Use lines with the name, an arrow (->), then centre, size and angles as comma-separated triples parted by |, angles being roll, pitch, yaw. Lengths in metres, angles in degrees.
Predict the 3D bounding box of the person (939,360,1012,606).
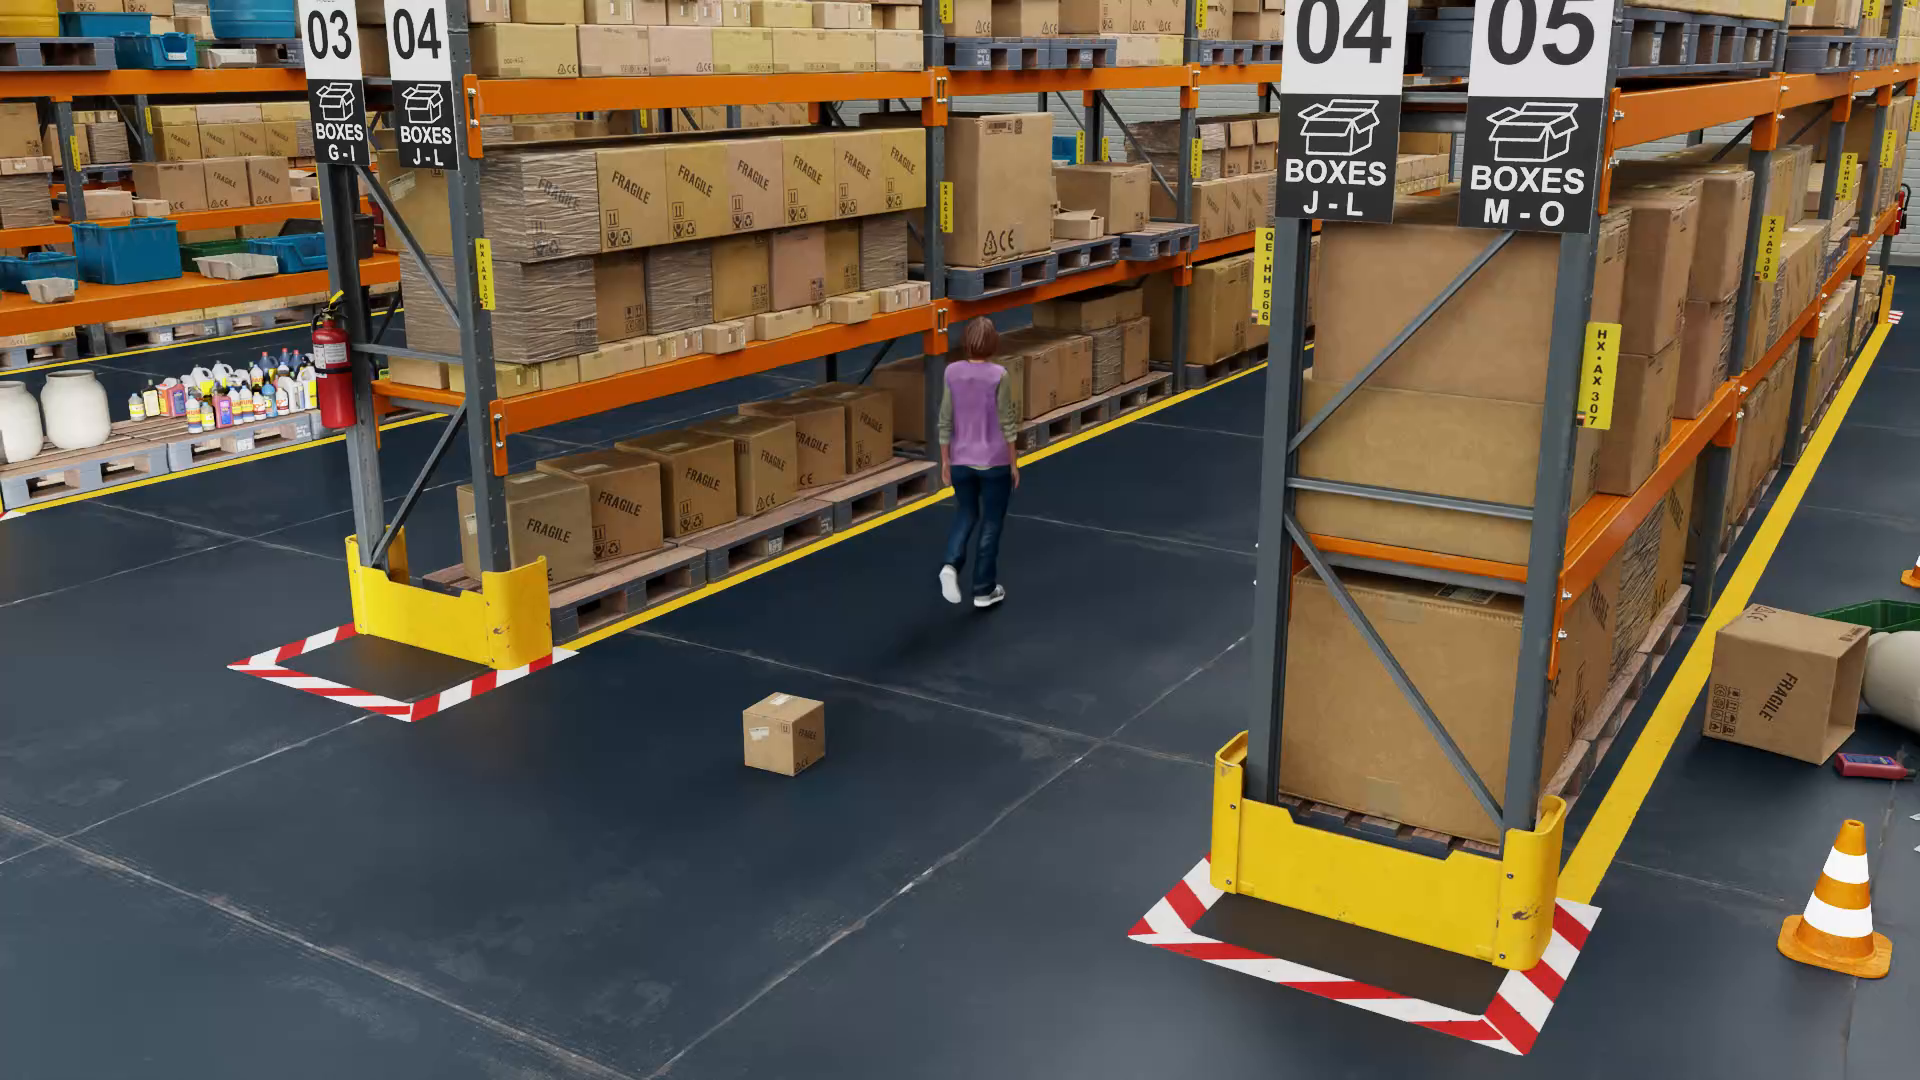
person -> 0.098, -0.291, 8.862 | 0.349, 1.356, 0.460 | 7, 18, 21
